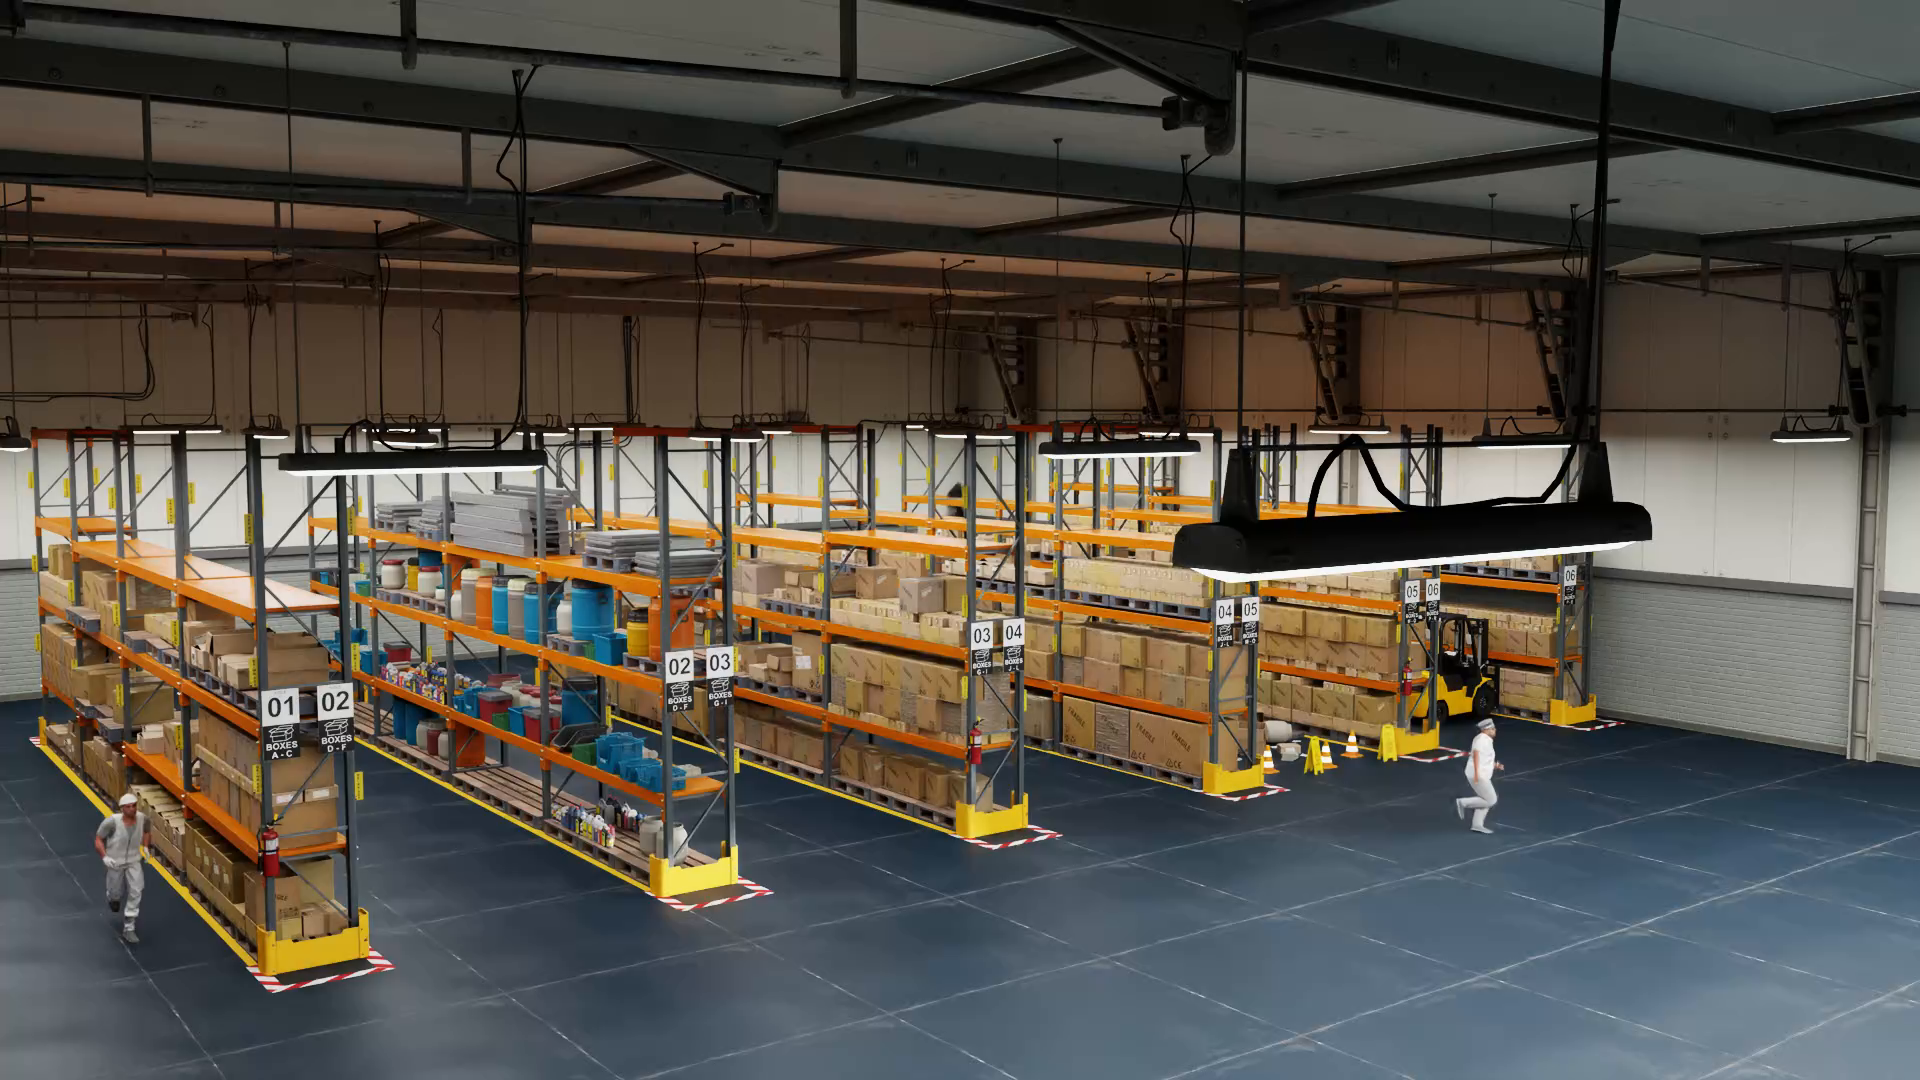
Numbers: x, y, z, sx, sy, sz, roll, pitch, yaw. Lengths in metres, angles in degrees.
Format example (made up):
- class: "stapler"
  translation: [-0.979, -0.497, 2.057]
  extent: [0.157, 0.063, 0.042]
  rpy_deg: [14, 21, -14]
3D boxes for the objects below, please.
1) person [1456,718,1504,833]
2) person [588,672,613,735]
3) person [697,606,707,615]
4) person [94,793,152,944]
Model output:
- class: "person"
  translation: [7.808, 3.532, 24.914]
  extent: [0.682, 1.739, 0.702]
  rpy_deg: [1, 5, 10]
- class: "person"
  translation: [-6.510, 3.130, 29.978]
  extent: [0.704, 1.741, 0.591]
  rpy_deg: [4, 6, 40]
- class: "person"
  translation: [-6.361, 2.384, 40.419]
  extent: [0.600, 1.612, 0.895]
  rpy_deg: [3, 5, 30]
- class: "person"
  translation: [-10.084, 3.898, 20.053]
  extent: [0.659, 1.766, 0.986]
  rpy_deg: [-4, 6, -41]
